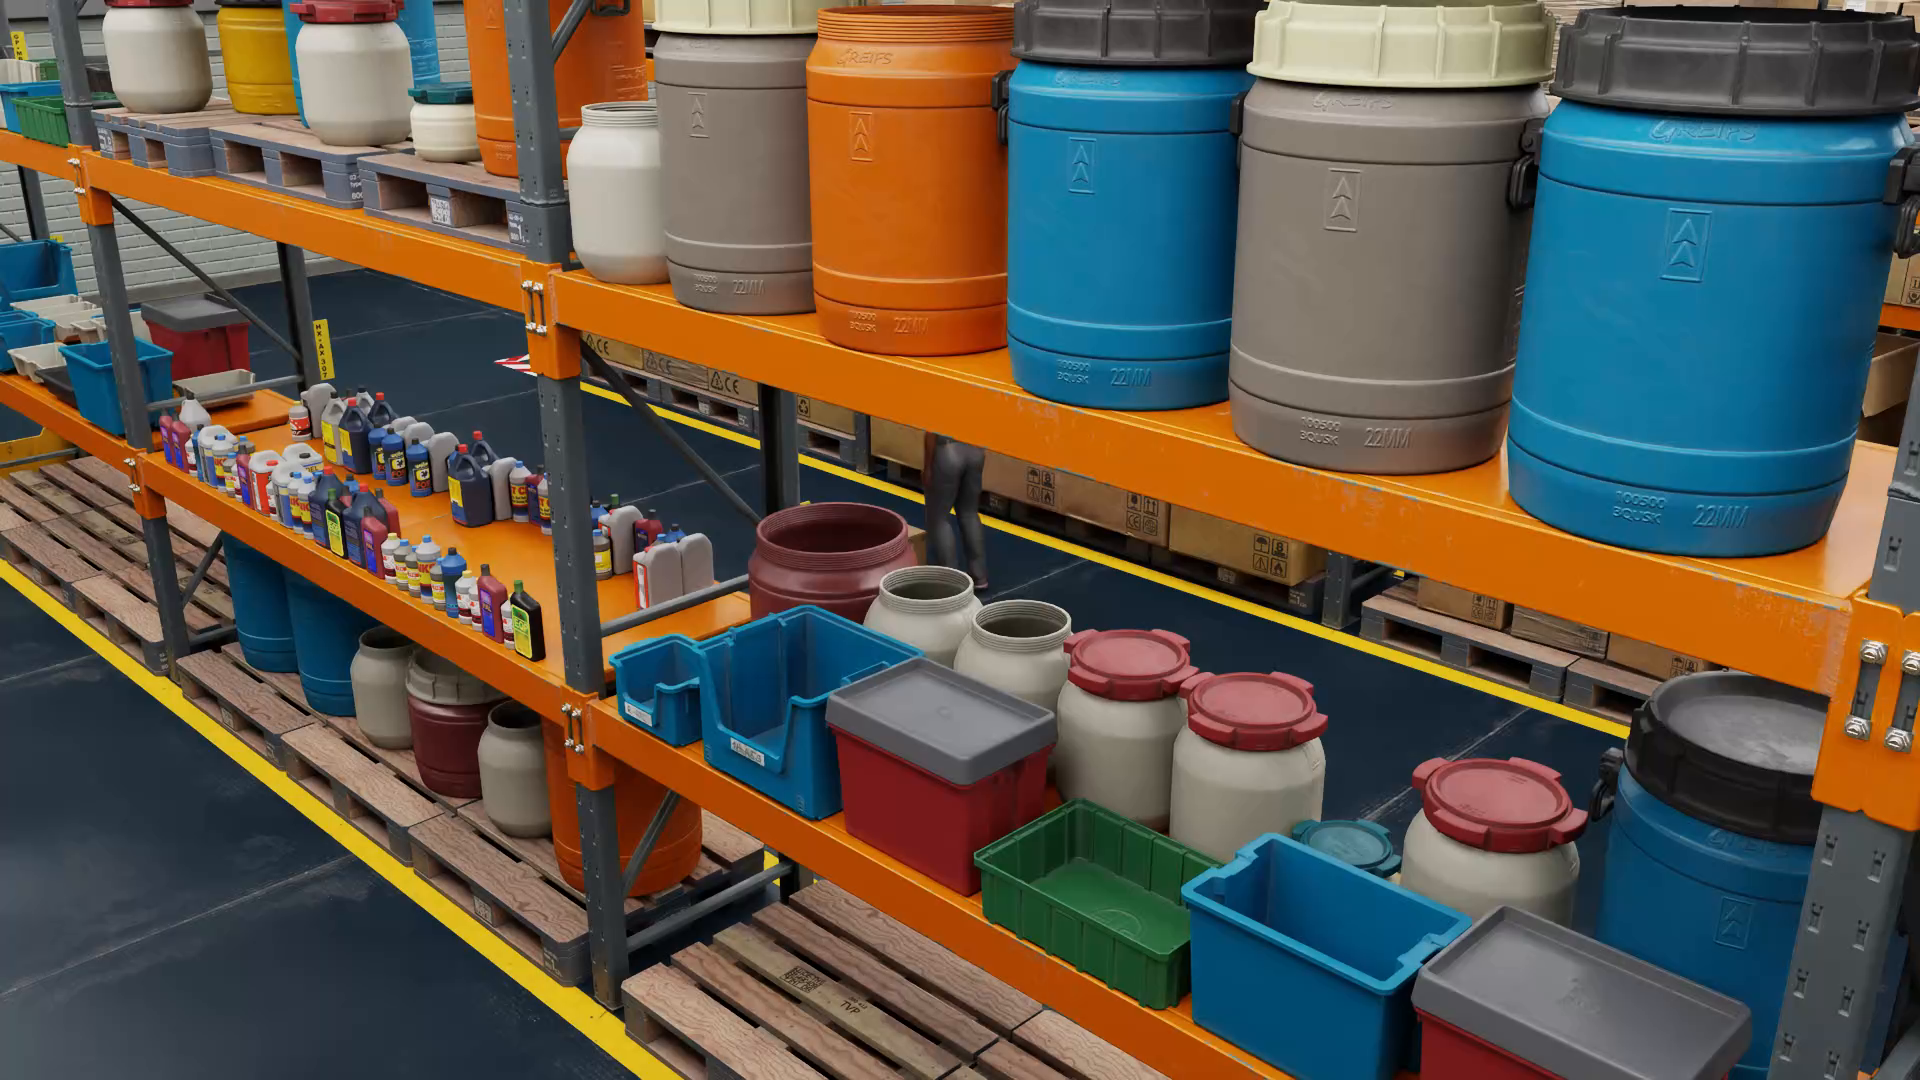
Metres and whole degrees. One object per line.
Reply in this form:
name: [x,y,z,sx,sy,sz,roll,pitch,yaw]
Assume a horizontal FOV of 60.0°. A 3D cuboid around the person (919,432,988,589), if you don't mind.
person: [-0.050,-0.451,9.831,0.438,1.626,0.300,-19,28,-41]
